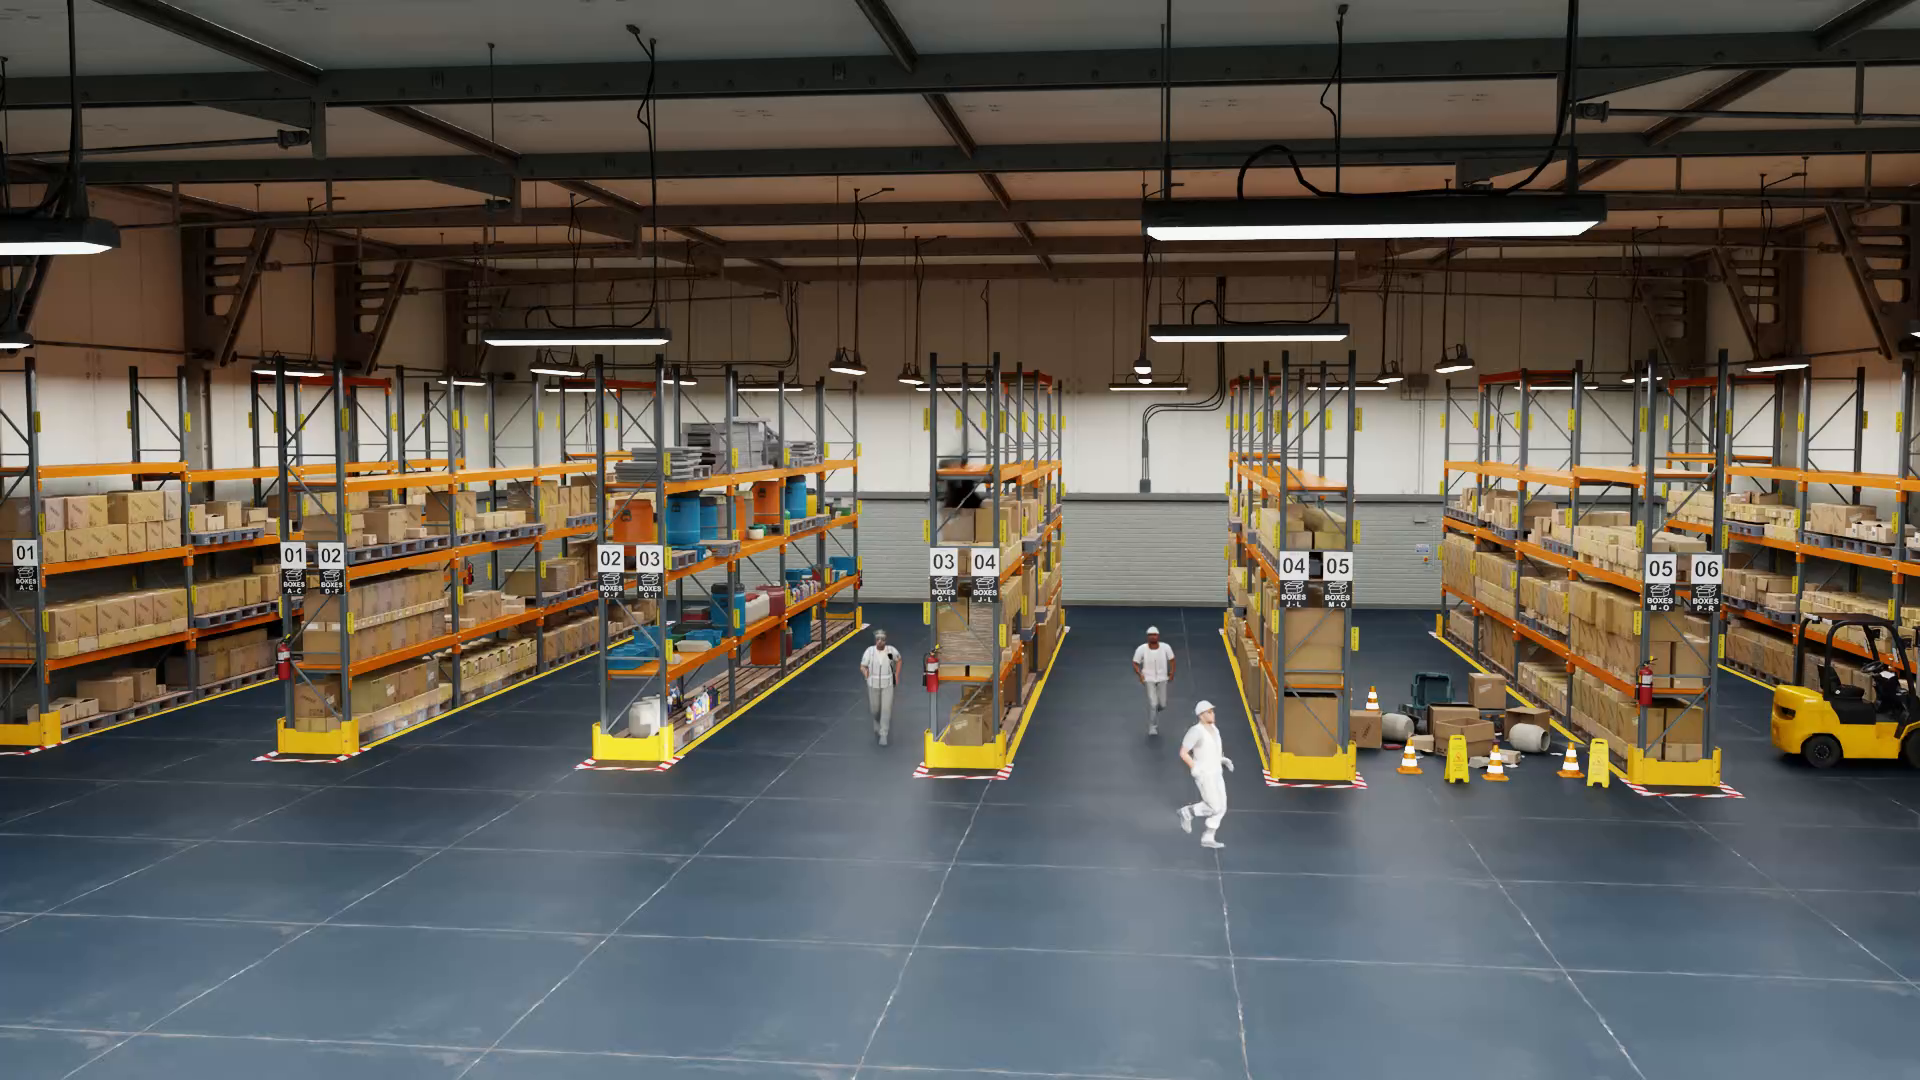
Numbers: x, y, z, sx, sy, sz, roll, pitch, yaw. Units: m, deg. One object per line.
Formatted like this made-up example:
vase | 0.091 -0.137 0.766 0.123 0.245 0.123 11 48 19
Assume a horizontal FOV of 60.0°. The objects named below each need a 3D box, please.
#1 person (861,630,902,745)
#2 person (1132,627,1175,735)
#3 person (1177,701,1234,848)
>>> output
person | -1.237 2.270 26.139 0.647 1.768 0.943 0 4 0
person | 3.123 2.252 26.739 0.698 1.728 0.546 0 4 -1
person | 2.890 2.759 19.615 0.592 1.741 0.672 4 5 42
